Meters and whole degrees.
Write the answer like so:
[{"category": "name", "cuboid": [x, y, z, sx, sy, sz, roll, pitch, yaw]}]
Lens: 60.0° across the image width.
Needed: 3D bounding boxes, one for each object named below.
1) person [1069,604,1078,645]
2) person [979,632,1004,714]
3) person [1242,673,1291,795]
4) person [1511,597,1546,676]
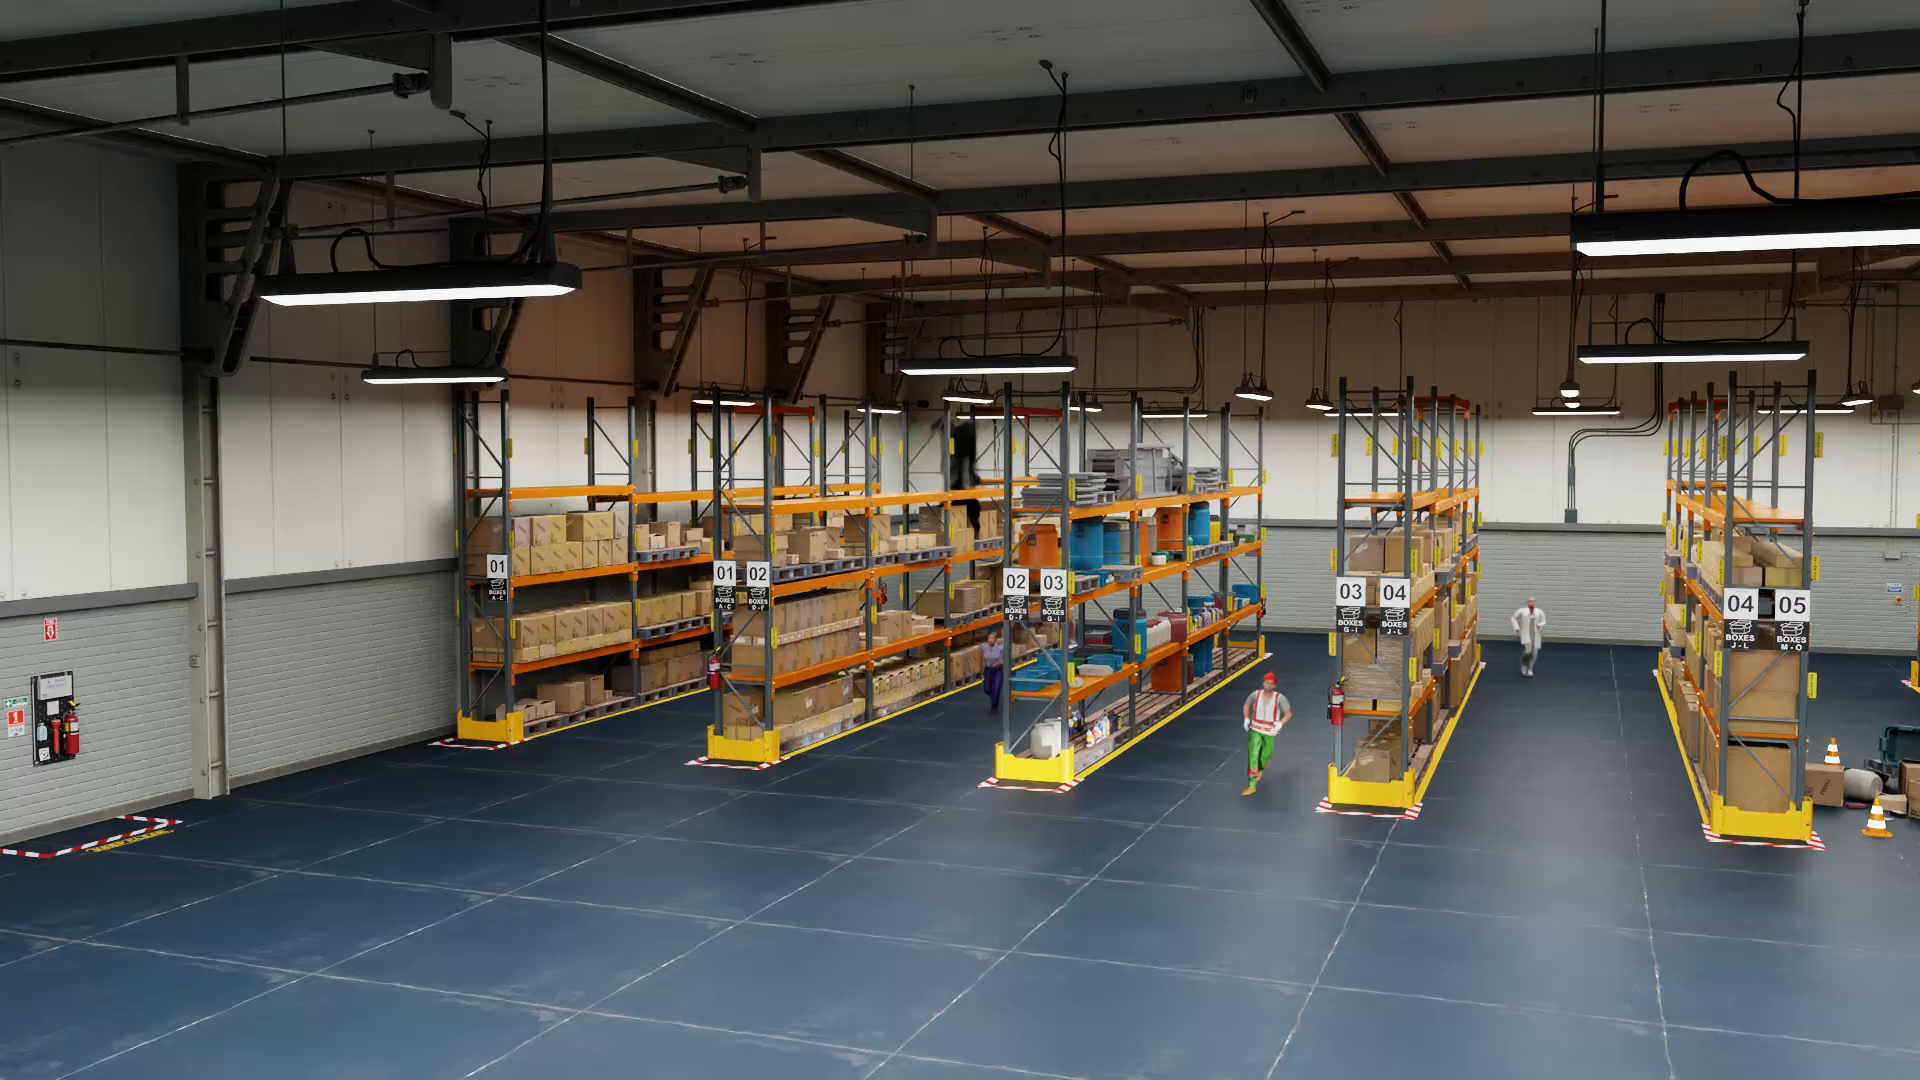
[{"category": "person", "cuboid": [2.701, 1.840, 42.558, 0.741, 1.717, 0.601, 2, 4, 29]}, {"category": "person", "cuboid": [0.635, 2.508, 31.368, 0.596, 1.582, 0.692, 1, 3, 11]}, {"category": "person", "cuboid": [4.474, 2.797, 24.259, 0.708, 1.752, 0.844, 1, 3, 17]}, {"category": "person", "cuboid": [12.478, 2.118, 36.375, 0.694, 1.741, 0.677, 0, 3, 3]}]
